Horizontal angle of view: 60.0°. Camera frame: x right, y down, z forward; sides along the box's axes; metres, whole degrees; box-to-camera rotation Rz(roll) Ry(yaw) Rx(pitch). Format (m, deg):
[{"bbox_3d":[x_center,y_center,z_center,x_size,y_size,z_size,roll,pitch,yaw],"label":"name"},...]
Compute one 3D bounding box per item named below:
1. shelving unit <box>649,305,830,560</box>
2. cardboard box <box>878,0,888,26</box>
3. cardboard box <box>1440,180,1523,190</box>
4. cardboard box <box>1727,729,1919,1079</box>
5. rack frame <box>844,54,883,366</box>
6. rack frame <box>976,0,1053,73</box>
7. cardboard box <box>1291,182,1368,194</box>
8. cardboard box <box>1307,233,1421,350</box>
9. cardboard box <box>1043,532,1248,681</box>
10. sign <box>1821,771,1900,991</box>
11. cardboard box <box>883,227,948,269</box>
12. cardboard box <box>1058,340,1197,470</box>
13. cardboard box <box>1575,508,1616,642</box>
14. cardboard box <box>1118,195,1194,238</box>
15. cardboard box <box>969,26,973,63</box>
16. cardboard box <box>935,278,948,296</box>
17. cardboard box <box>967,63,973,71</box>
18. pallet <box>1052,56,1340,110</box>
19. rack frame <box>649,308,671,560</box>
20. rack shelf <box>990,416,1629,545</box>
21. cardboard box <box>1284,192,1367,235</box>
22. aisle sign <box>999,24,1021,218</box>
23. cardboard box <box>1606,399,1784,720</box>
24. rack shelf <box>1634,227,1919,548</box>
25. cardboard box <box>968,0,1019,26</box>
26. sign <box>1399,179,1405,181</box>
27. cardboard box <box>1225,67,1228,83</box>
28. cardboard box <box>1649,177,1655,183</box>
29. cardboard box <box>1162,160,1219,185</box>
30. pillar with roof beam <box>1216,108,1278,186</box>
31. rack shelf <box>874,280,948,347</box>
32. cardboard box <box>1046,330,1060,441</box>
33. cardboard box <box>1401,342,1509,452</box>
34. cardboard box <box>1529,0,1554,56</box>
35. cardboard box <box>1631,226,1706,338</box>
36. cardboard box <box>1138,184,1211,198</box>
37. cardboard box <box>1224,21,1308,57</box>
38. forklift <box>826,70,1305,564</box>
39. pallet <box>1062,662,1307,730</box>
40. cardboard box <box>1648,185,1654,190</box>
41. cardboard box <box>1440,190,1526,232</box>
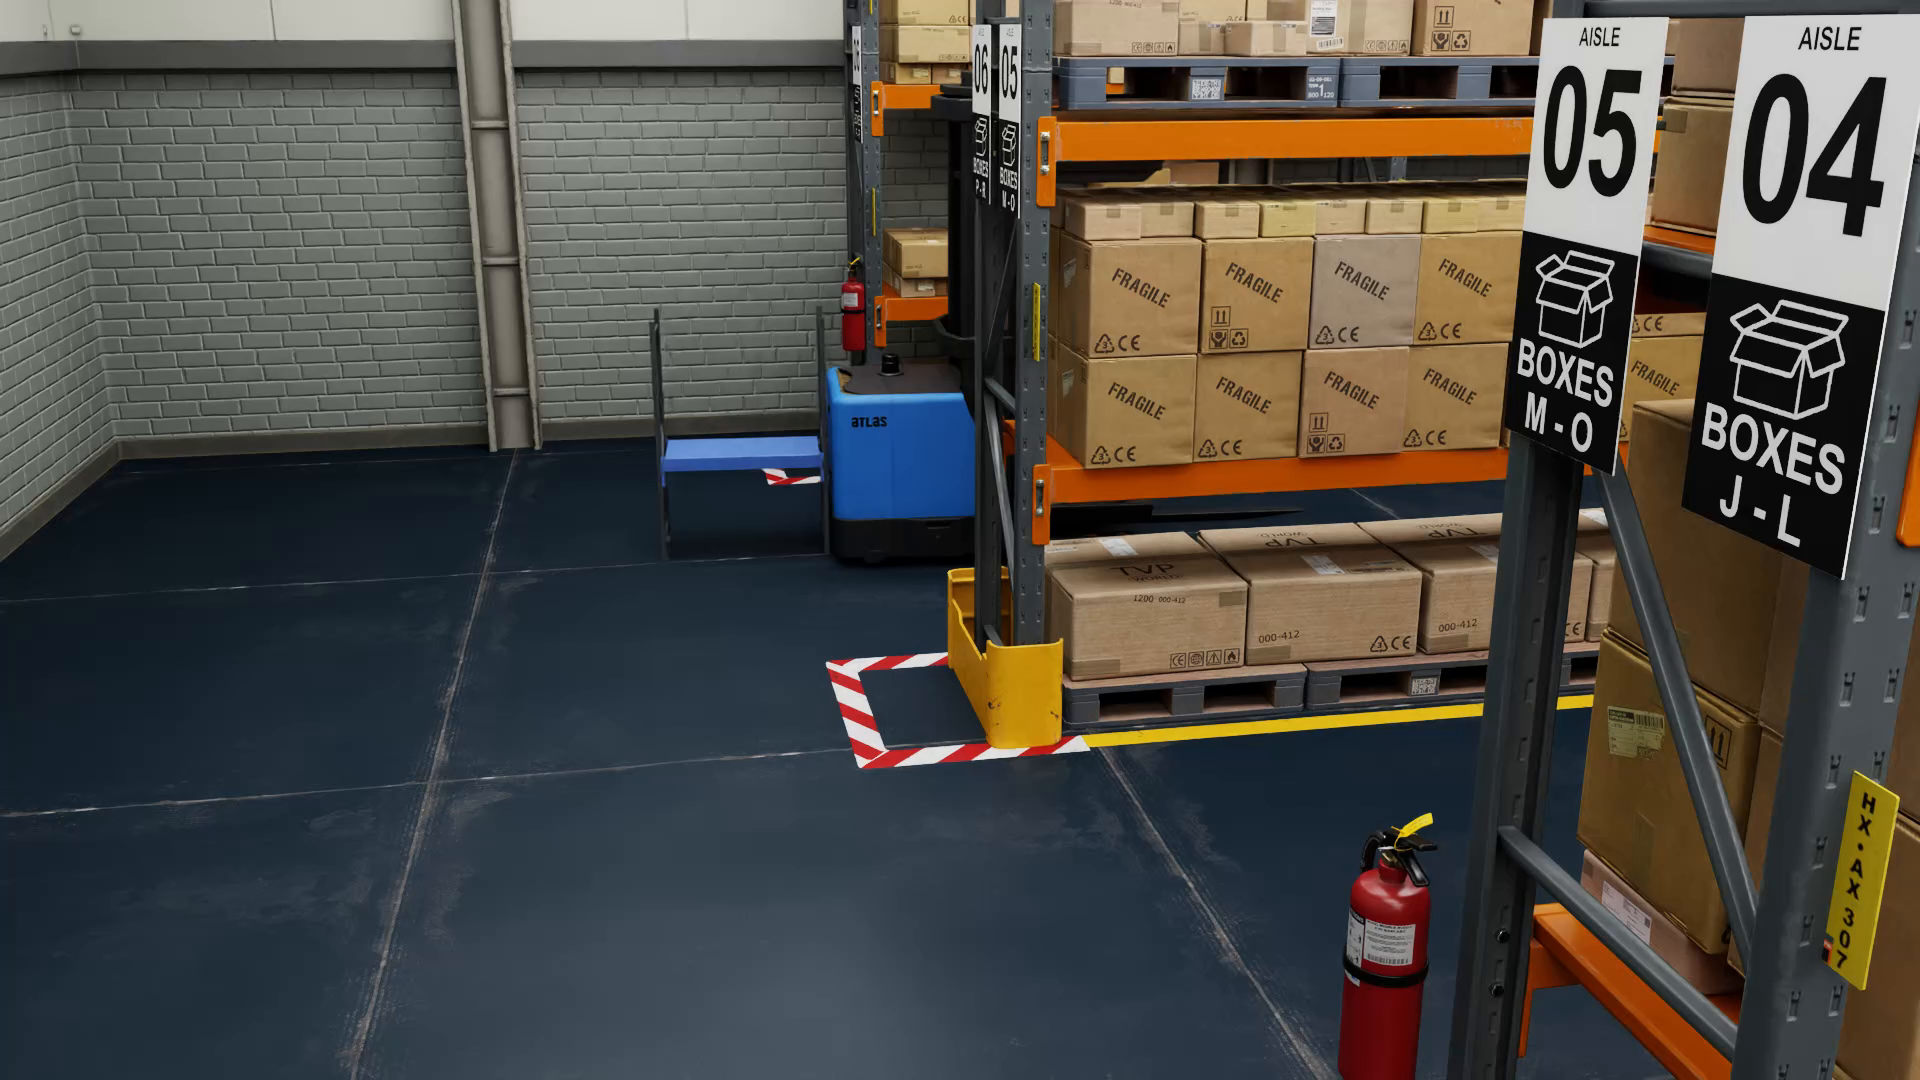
[{"bbox_3d":[-1.373,-0.681,10.475,1.048,1.500,0.538,-2,17,-6],"label":"shelving unit"},{"bbox_3d":[-0.334,-3.924,12.266,0.500,0.250,0.500,-4,17,-12],"label":"cardboard box"},{"bbox_3d":[2.552,-1.675,8.178,0.250,0.149,0.380,-3,17,-11],"label":"cardboard box"},{"bbox_3d":[1.760,0.642,2.937,0.500,0.500,0.500,-2,17,-8],"label":"cardboard box"},{"bbox_3d":[-0.717,-2.075,12.459,0.127,3.000,1.000,-3,17,-10],"label":"rack frame"},{"bbox_3d":[0.228,-3.512,6.920,0.127,3.000,1.000,-3,17,-10],"label":"rack frame"},{"bbox_3d":[1.785,-1.645,8.080,0.250,0.149,0.380,-3,17,-9],"label":"cardboard box"},{"bbox_3d":[1.763,-1.177,7.660,0.500,0.500,0.500,-3,17,-11],"label":"cardboard box"},{"bbox_3d":[0.857,0.314,8.329,0.875,0.438,0.875,-4,17,-12],"label":"cardboard box"},{"bbox_3d":[1.370,0.519,2.537,0.005,0.325,0.100,-3,17,-10],"label":"sign"},{"bbox_3d":[-0.316,-2.248,12.770,0.500,0.250,0.500,-3,17,-9],"label":"cardboard box"},{"bbox_3d":[0.754,-0.636,7.604,0.500,0.500,0.500,-3,17,-11],"label":"cardboard box"},{"bbox_3d":[3.519,0.161,8.828,0.875,0.438,0.875,-3,17,-11],"label":"cardboard box"},{"bbox_3d":[0.873,-1.455,7.463,0.250,0.149,0.380,-3,17,-9],"label":"cardboard box"},{"bbox_3d":[0.266,-3.560,11.933,0.500,0.250,0.500,-3,17,-9],"label":"cardboard box"},{"bbox_3d":[-0.101,-1.922,12.388,0.250,0.149,0.380,-3,17,-9],"label":"cardboard box"},{"bbox_3d":[0.148,-3.371,11.998,0.250,0.149,0.380,-3,17,-10],"label":"cardboard box"},{"bbox_3d":[0.955,-2.080,7.518,1.213,0.211,1.003,-3,17,-10],"label":"pallet"},{"bbox_3d":[-1.877,-0.664,10.419,0.032,1.500,0.500,-2,17,-6],"label":"rack frame"},{"bbox_3d":[2.192,-0.412,8.270,4.000,0.370,1.077,-3,17,-10],"label":"rack shelf"},{"bbox_3d":[1.653,-1.487,7.565,0.250,0.149,0.380,-3,17,-10],"label":"cardboard box"},{"bbox_3d":[0.213,-1.800,7.134,0.004,0.787,0.394,-3,17,-10],"label":"aisle sign"},{"bbox_3d":[1.669,0.012,3.285,0.500,0.500,0.500,-4,17,-12],"label":"cardboard box"},{"bbox_3d":[3.230,-0.425,3.201,4.000,0.370,1.077,-3,17,-10],"label":"rack shelf"},{"bbox_3d":[0.269,-3.794,11.843,0.500,0.250,0.500,-3,17,-11],"label":"cardboard box"},{"bbox_3d":[3.321,-2.556,12.550,0.005,0.325,0.100,-3,17,-10],"label":"sign"},{"bbox_3d":[1.897,-3.463,12.295,0.250,0.149,0.380,-3,17,-9],"label":"cardboard box"},{"bbox_3d":[3.548,-1.741,8.395,0.250,0.149,0.380,-3,17,-10],"label":"cardboard box"},{"bbox_3d":[1.698,-2.721,13.033,0.500,0.500,0.500,-4,17,-12],"label":"cardboard box"},{"bbox_3d":[3.172,-4.146,8.983,0.400,9.000,9.100,-3,17,-10],"label":"pillar with roof beam"},{"bbox_3d":[1.247,-1.843,12.928,4.000,0.370,1.077,-3,17,-10],"label":"rack shelf"},{"bbox_3d":[0.652,-0.795,8.122,0.500,0.500,0.500,-3,17,-10],"label":"cardboard box"},{"bbox_3d":[2.237,-0.728,7.904,0.500,0.500,0.500,-3,17,-9],"label":"cardboard box"},{"bbox_3d":[2.838,-2.515,7.720,0.637,0.503,0.797,-2,17,-6],"label":"cardboard box"},{"bbox_3d":[3.245,-1.261,7.936,0.500,0.500,0.500,-3,17,-11],"label":"cardboard box"},{"bbox_3d":[1.025,-1.618,7.992,0.250,0.149,0.380,-3,17,-11],"label":"cardboard box"},{"bbox_3d":[1.340,-2.201,7.303,0.250,0.149,0.380,-3,17,-8],"label":"cardboard box"},{"bbox_3d":[0.672,-1.424,10.457,3.031,2.935,1.130,-2,17,-6],"label":"forklift"},{"bbox_3d":[0.998,0.621,8.429,1.213,0.211,1.003,-3,17,-10],"label":"pallet"},{"bbox_3d":[3.387,-1.600,7.933,0.250,0.149,0.380,-3,17,-10],"label":"cardboard box"},{"bbox_3d":[2.408,-1.523,7.684,0.250,0.149,0.380,-3,17,-10],"label":"cardboard box"}]
